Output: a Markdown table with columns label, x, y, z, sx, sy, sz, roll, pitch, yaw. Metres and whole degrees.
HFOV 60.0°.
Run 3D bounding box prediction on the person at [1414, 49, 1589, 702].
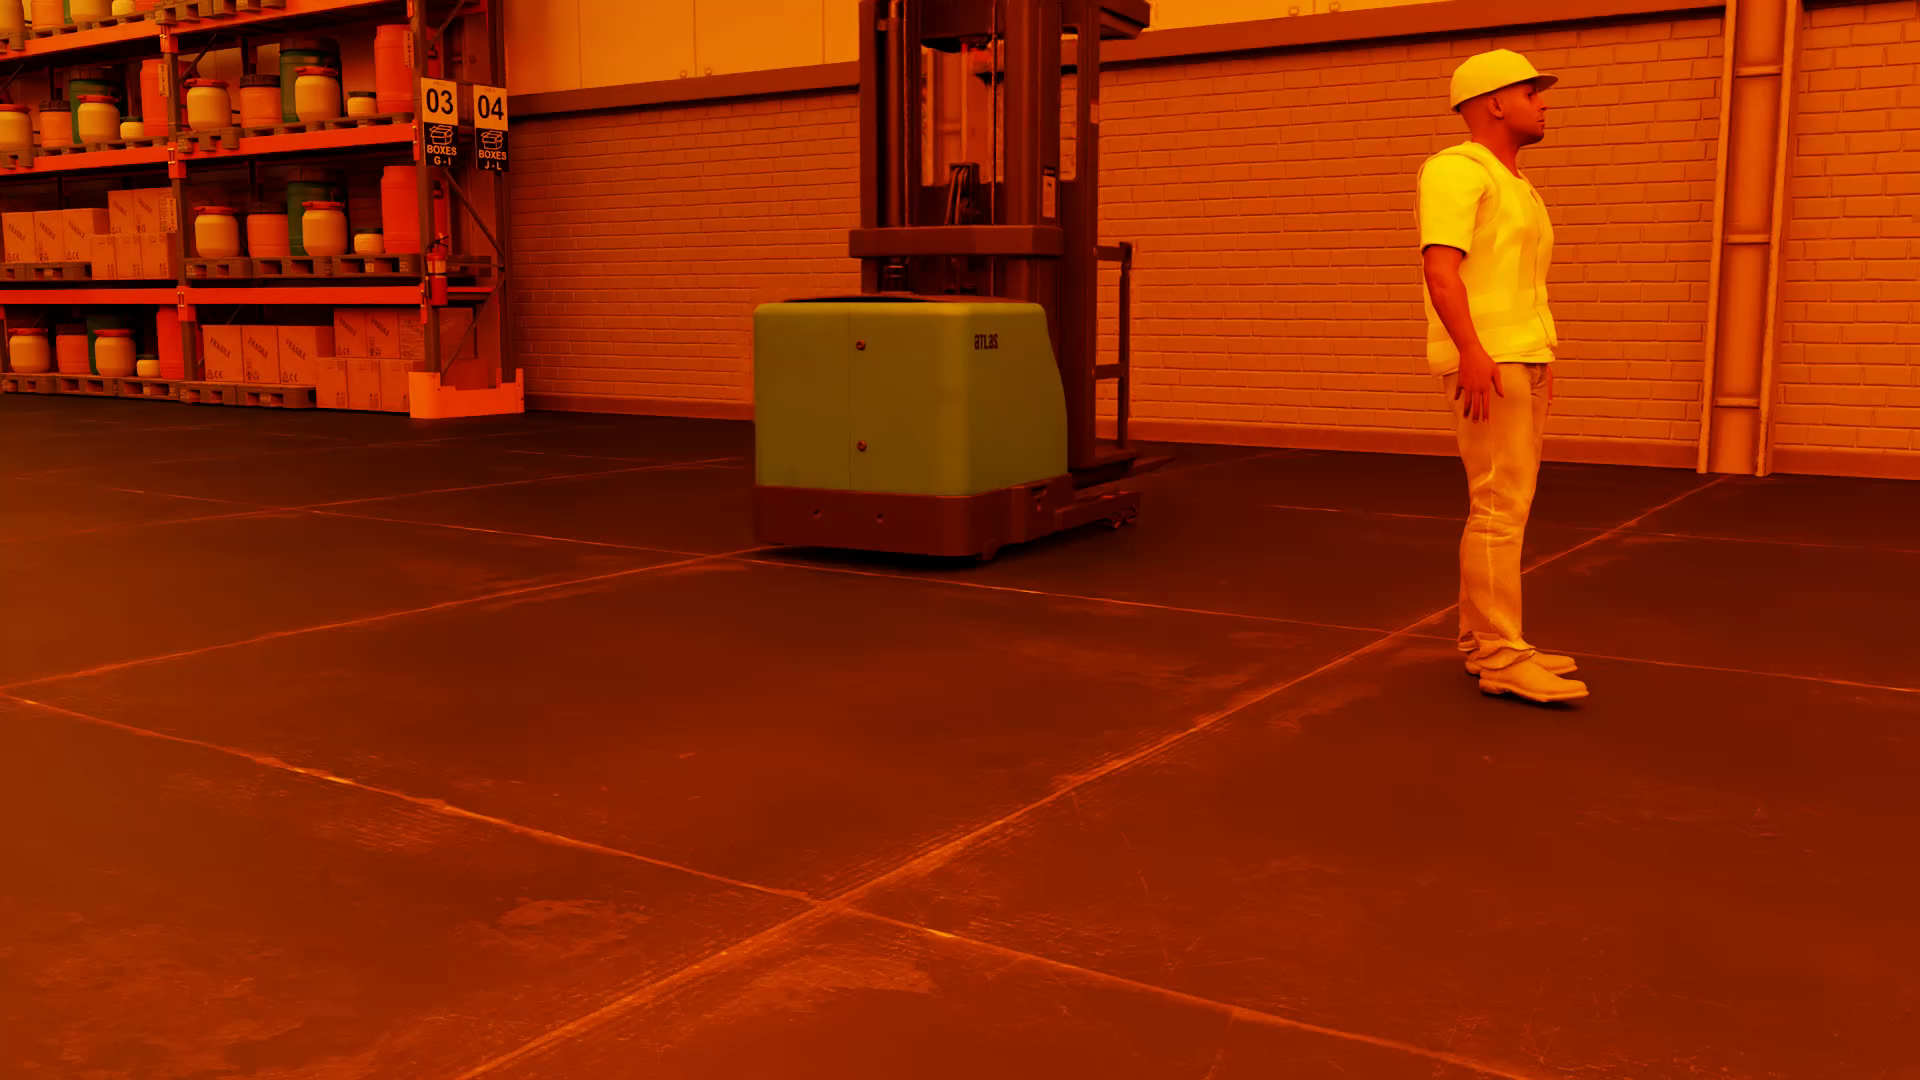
| label | x | y | z | sx | sy | sz | roll | pitch | yaw |
| --- | --- | --- | --- | --- | --- | --- | --- | --- | --- |
| person | 1.582 | -0.482 | 4.671 | 0.574 | 1.769 | 0.665 | 6 | 10 | 34 |

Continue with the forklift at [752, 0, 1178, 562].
| label | x | y | z | sx | sy | sz | roll | pitch | yaw |
| --- | --- | --- | --- | --- | --- | --- | --- | --- | --- |
| forklift | 0.236 | -1.532 | 7.964 | 1.130 | 2.935 | 3.031 | 4 | 9 | 27 |
